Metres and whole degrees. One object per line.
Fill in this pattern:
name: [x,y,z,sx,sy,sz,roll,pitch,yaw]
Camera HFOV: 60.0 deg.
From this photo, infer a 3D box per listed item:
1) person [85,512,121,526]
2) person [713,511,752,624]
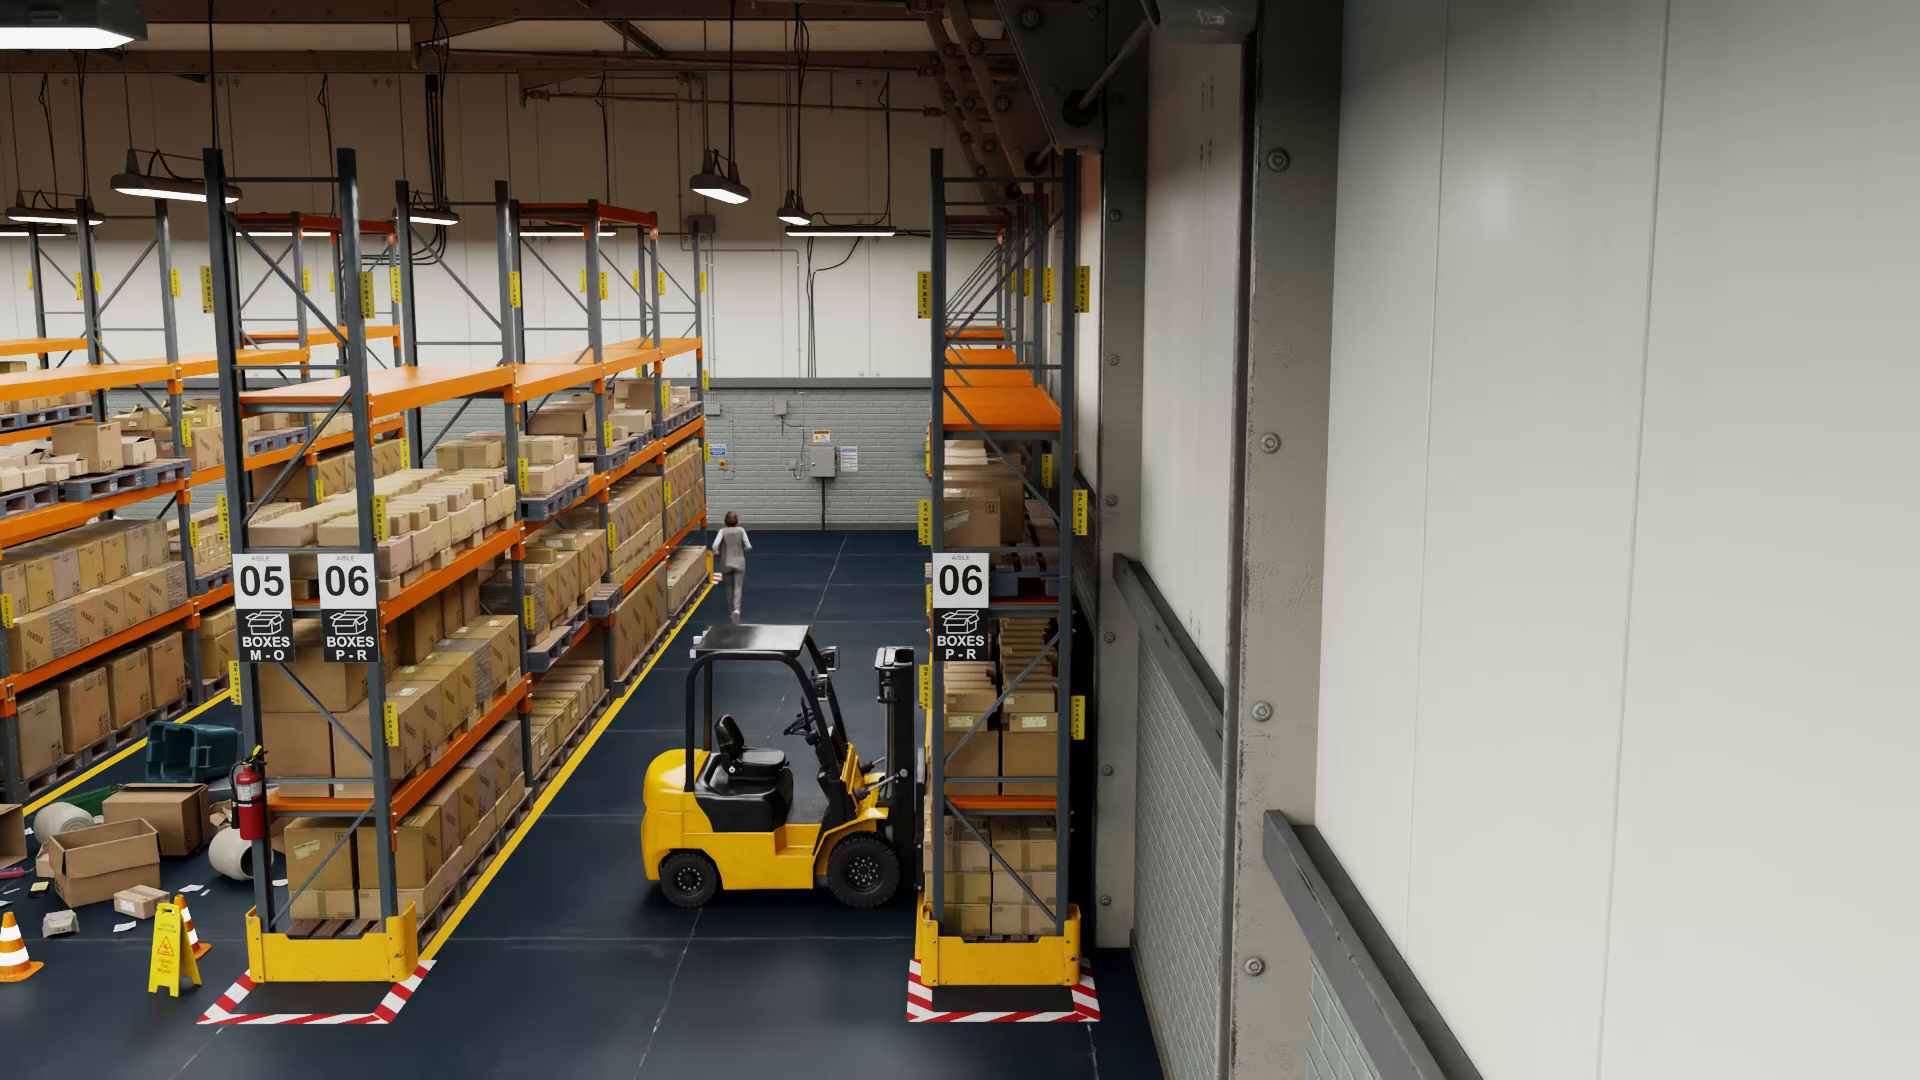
person: [-12.886,0.292,25.141,0.630,1.841,0.872,-1,9,-3]
person: [-3.175,0.384,23.233,0.544,1.599,0.762,-1,9,-8]
